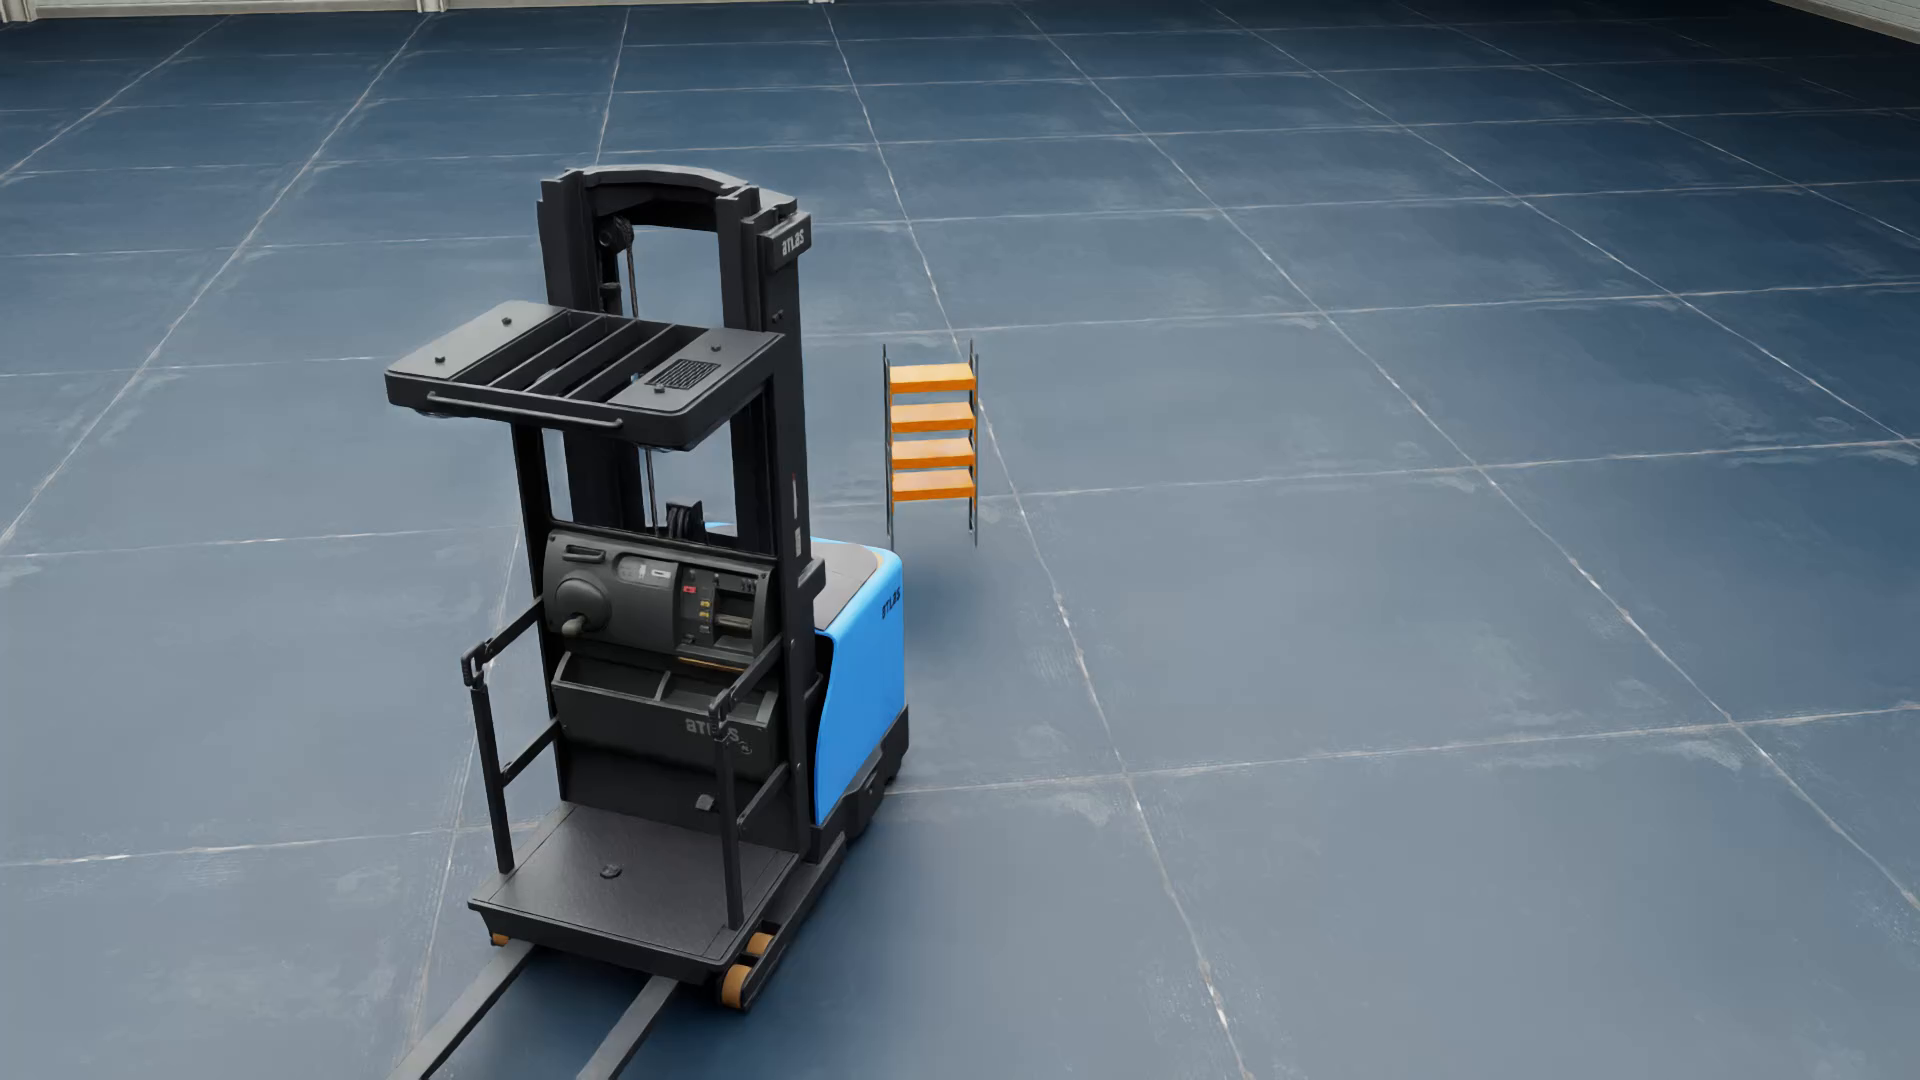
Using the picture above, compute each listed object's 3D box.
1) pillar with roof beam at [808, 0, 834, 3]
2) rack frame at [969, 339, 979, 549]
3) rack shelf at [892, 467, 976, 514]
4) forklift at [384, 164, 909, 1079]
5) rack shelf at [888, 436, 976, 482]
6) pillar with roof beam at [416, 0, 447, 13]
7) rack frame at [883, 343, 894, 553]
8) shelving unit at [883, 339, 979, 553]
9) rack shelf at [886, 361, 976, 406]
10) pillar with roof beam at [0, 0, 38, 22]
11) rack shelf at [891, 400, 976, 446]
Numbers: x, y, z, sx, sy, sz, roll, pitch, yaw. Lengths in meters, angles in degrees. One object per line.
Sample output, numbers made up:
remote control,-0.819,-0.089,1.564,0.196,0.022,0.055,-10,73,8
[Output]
pillar with roof beam,-1.607,-10.617,20.585,0.400,9.000,9.100,-4,27,-7
rack frame,0.078,-0.539,9.486,0.015,1.200,0.240,-4,27,-7
rack shelf,-0.164,-0.287,9.577,0.480,0.148,0.258,-4,27,-7
forklift,-1.208,0.259,6.035,1.130,2.935,3.031,9,29,17
rack shelf,-0.164,-0.463,9.486,0.480,0.148,0.258,-4,27,-7
pillar with roof beam,-7.548,-10.236,19.842,0.400,9.000,9.100,-4,27,-7
rack frame,-0.406,-0.508,9.425,0.015,1.200,0.240,-4,27,-7
shelving unit,-0.164,-0.523,9.456,0.503,1.200,0.258,-4,27,-7
rack shelf,-0.164,-0.873,9.276,0.480,0.148,0.258,-4,27,-7
pillar with roof beam,-13.490,-9.854,19.098,0.400,9.000,9.100,-4,27,-7
rack shelf,-0.164,-0.662,9.384,0.480,0.148,0.258,-4,27,-7
